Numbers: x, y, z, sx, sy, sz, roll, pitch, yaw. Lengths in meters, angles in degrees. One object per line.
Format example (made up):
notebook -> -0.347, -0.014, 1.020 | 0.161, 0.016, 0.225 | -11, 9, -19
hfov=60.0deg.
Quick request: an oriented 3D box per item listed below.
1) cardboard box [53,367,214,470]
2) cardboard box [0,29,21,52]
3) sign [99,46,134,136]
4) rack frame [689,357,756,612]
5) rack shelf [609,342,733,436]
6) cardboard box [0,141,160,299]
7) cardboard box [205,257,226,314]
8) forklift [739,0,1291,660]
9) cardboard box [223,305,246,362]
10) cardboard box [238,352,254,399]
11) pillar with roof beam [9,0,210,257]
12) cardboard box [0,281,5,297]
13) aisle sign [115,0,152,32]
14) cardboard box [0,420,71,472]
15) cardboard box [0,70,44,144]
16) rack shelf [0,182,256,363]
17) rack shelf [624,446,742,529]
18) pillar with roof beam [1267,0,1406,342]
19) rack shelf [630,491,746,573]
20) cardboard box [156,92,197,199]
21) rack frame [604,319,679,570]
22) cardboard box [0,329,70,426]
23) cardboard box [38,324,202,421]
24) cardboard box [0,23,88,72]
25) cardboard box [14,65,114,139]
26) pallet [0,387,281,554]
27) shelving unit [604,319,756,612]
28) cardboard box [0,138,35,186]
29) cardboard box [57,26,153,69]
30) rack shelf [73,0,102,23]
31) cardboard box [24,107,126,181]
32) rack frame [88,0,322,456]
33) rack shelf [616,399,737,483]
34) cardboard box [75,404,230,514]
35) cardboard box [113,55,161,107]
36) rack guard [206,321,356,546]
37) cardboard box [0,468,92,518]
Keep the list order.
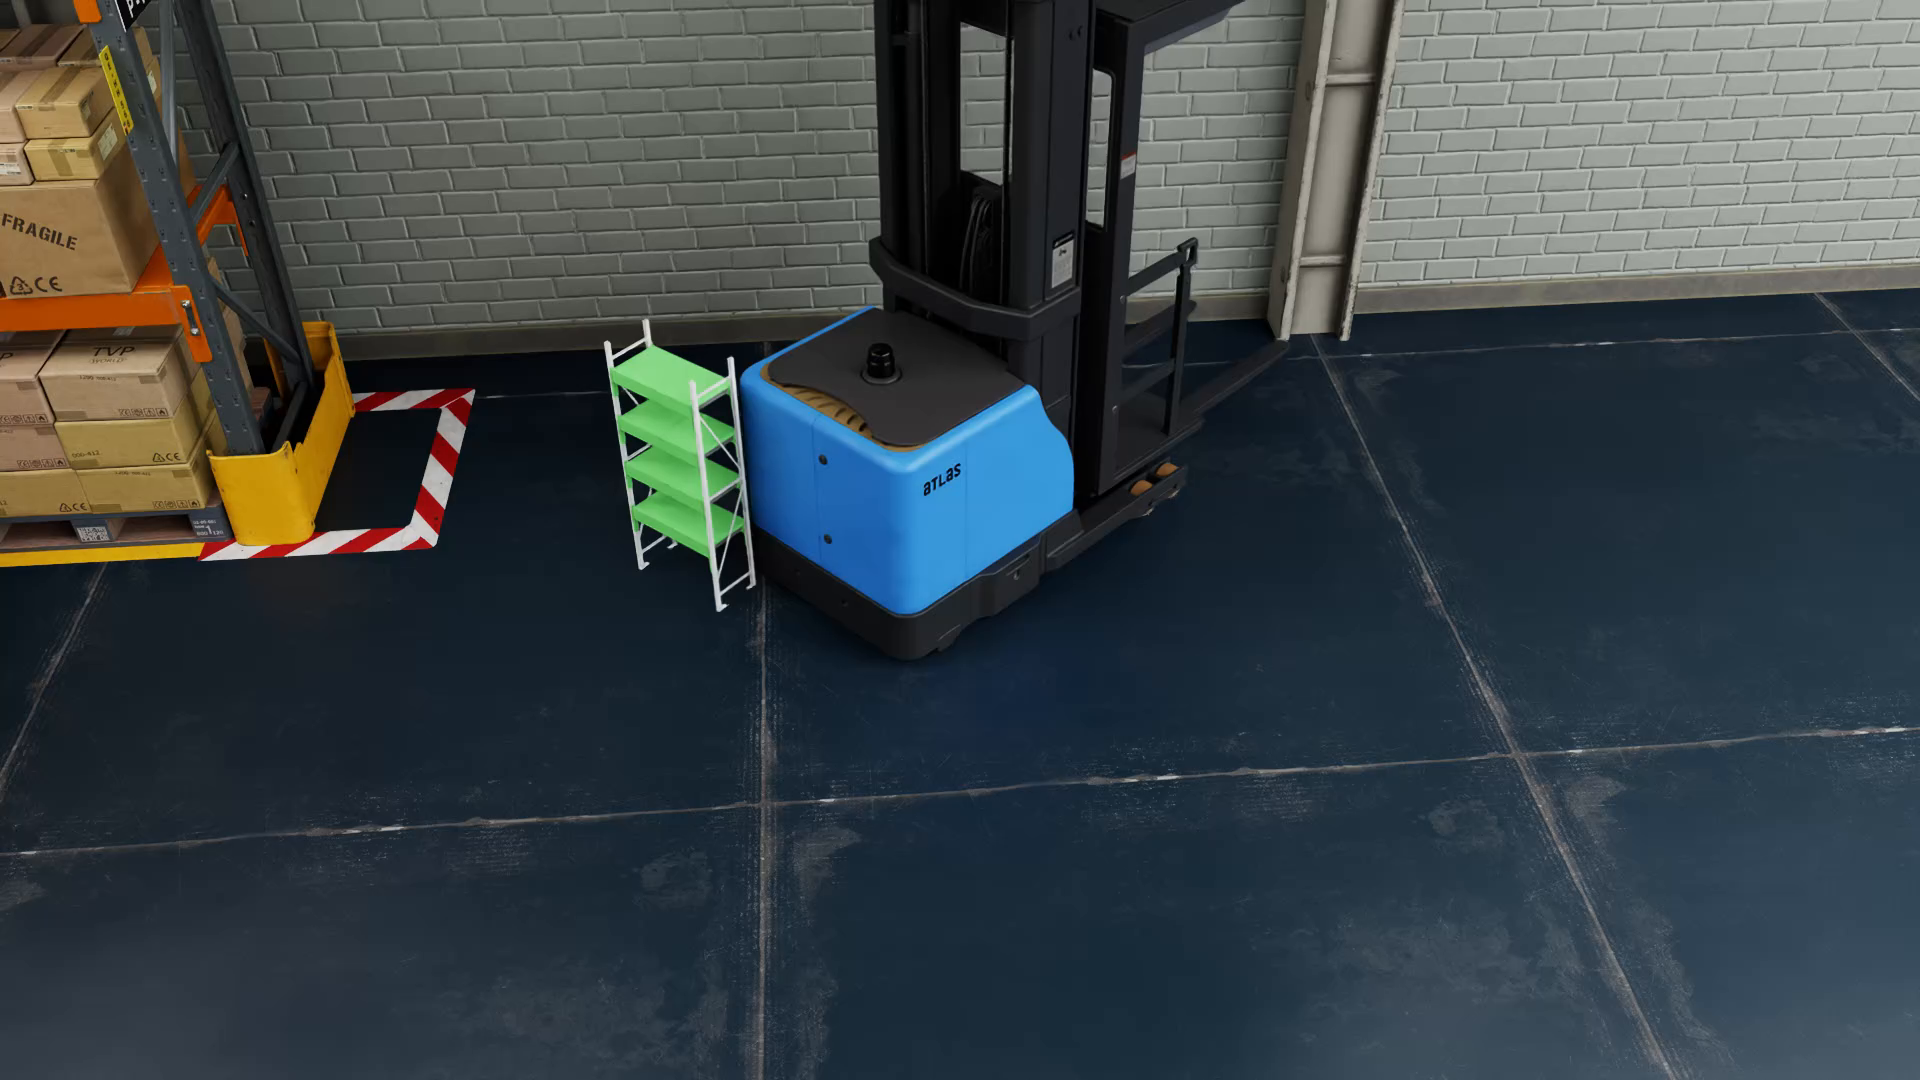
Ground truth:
cardboard box -> -3.731, -0.576, 7.535 | 0.500, 0.250, 0.500 | -4, 38, -5
cardboard box -> -4.152, -2.021, 7.045 | 0.250, 0.149, 0.380 | -2, 38, -3
sign -> -3.239, -1.726, 6.390 | 0.005, 0.325, 0.100 | -3, 38, -4
rack frame -> -0.998, -0.213, 7.051 | 0.015, 1.200, 0.240 | 25, 45, 28
rack shelf -> -1.192, -0.631, 6.910 | 0.480, 0.148, 0.258 | 25, 45, 28
cardboard box -> -3.740, -1.364, 6.976 | 0.500, 0.500, 0.500 | -4, 38, -5
cardboard box -> -3.769, -1.082, 7.773 | 0.500, 0.250, 0.500 | -4, 38, -5
forklift -> 0.445, -1.464, 7.239 | 1.130, 2.935, 3.031 | 31, 47, 33
cardboard box -> -3.760, -0.898, 7.943 | 0.500, 0.250, 0.500 | -2, 38, -3
cardboard box -> -3.780, -0.693, 8.087 | 0.500, 0.250, 0.500 | -3, 38, -4
pillar with roof beam -> -3.666, -1.731, 2.679 | 0.400, 9.000, 9.100 | -3, 38, -4
cardboard box -> -4.258, -1.341, 6.948 | 0.500, 0.500, 0.500 | -2, 38, -3
aisle sign -> -3.182, -2.357, 6.217 | 0.004, 0.787, 0.394 | -3, 38, -4
cardboard box -> -4.231, -0.555, 7.509 | 0.500, 0.250, 0.500 | -3, 38, -4
cardboard box -> -3.855, -1.742, 6.692 | 0.250, 0.149, 0.380 | -3, 38, -4
rack shelf -> -5.266, -1.122, 7.331 | 4.000, 0.370, 1.077 | -3, 38, -4
rack shelf -> -1.192, -0.255, 7.207 | 0.480, 0.148, 0.258 | 25, 45, 28
pillar with roof beam -> 2.311, -2.060, 3.096 | 0.400, 9.000, 9.100 | -3, 38, -4
rack shelf -> -1.192, -0.066, 7.356 | 0.480, 0.148, 0.258 | 25, 45, 28
cardboard box -> -3.792, -1.697, 7.399 | 0.500, 0.500, 0.500 | -2, 38, -3
rack frame -> -1.386, -0.397, 7.284 | 0.015, 1.200, 0.240 | 25, 45, 28
cardboard box -> -4.213, -0.742, 7.343 | 0.500, 0.250, 0.500 | -2, 38, -3
cardboard box -> -3.705, -0.774, 7.383 | 0.500, 0.250, 0.500 | -2, 38, -2
cardboard box -> -3.897, -2.062, 7.097 | 0.250, 0.149, 0.380 | -2, 38, -2
cardboard box -> -3.612, -1.775, 6.733 | 0.250, 0.149, 0.380 | -3, 38, -4
pallet -> -4.032, -0.351, 8.025 | 1.213, 0.211, 1.003 | -3, 38, -4
shelving unit -> -1.192, -0.305, 7.167 | 0.503, 1.200, 0.258 | 25, 45, 28
cardboard box -> -3.846, -1.583, 6.731 | 0.250, 0.149, 0.380 | -3, 38, -3
cardboard box -> -3.627, -2.038, 7.067 | 0.250, 0.149, 0.380 | -4, 38, -5
rack shelf -> -5.266, -2.299, 6.402 | 4.000, 0.370, 1.077 | -3, 38, -4
cardboard box -> -3.594, -1.616, 6.772 | 0.250, 0.149, 0.380 | -3, 38, -3
rack frame -> -3.274, -1.514, 7.247 | 0.127, 3.000, 1.000 | -3, 38, -4
rack shelf -> -1.192, -0.443, 7.058 | 0.480, 0.148, 0.258 | 25, 45, 28
cardboard box -> -3.714, -0.378, 7.689 | 0.500, 0.250, 0.500 | -3, 38, -4
cardboard box -> -3.634, -1.949, 7.194 | 0.250, 0.149, 0.380 | -4, 38, -5
rack guard -> -3.250, -0.534, 8.023 | 0.348, 0.500, 1.175 | -3, 38, -4
cardboard box -> -4.210, -0.357, 7.662 | 0.500, 0.250, 0.500 | -3, 38, -4
